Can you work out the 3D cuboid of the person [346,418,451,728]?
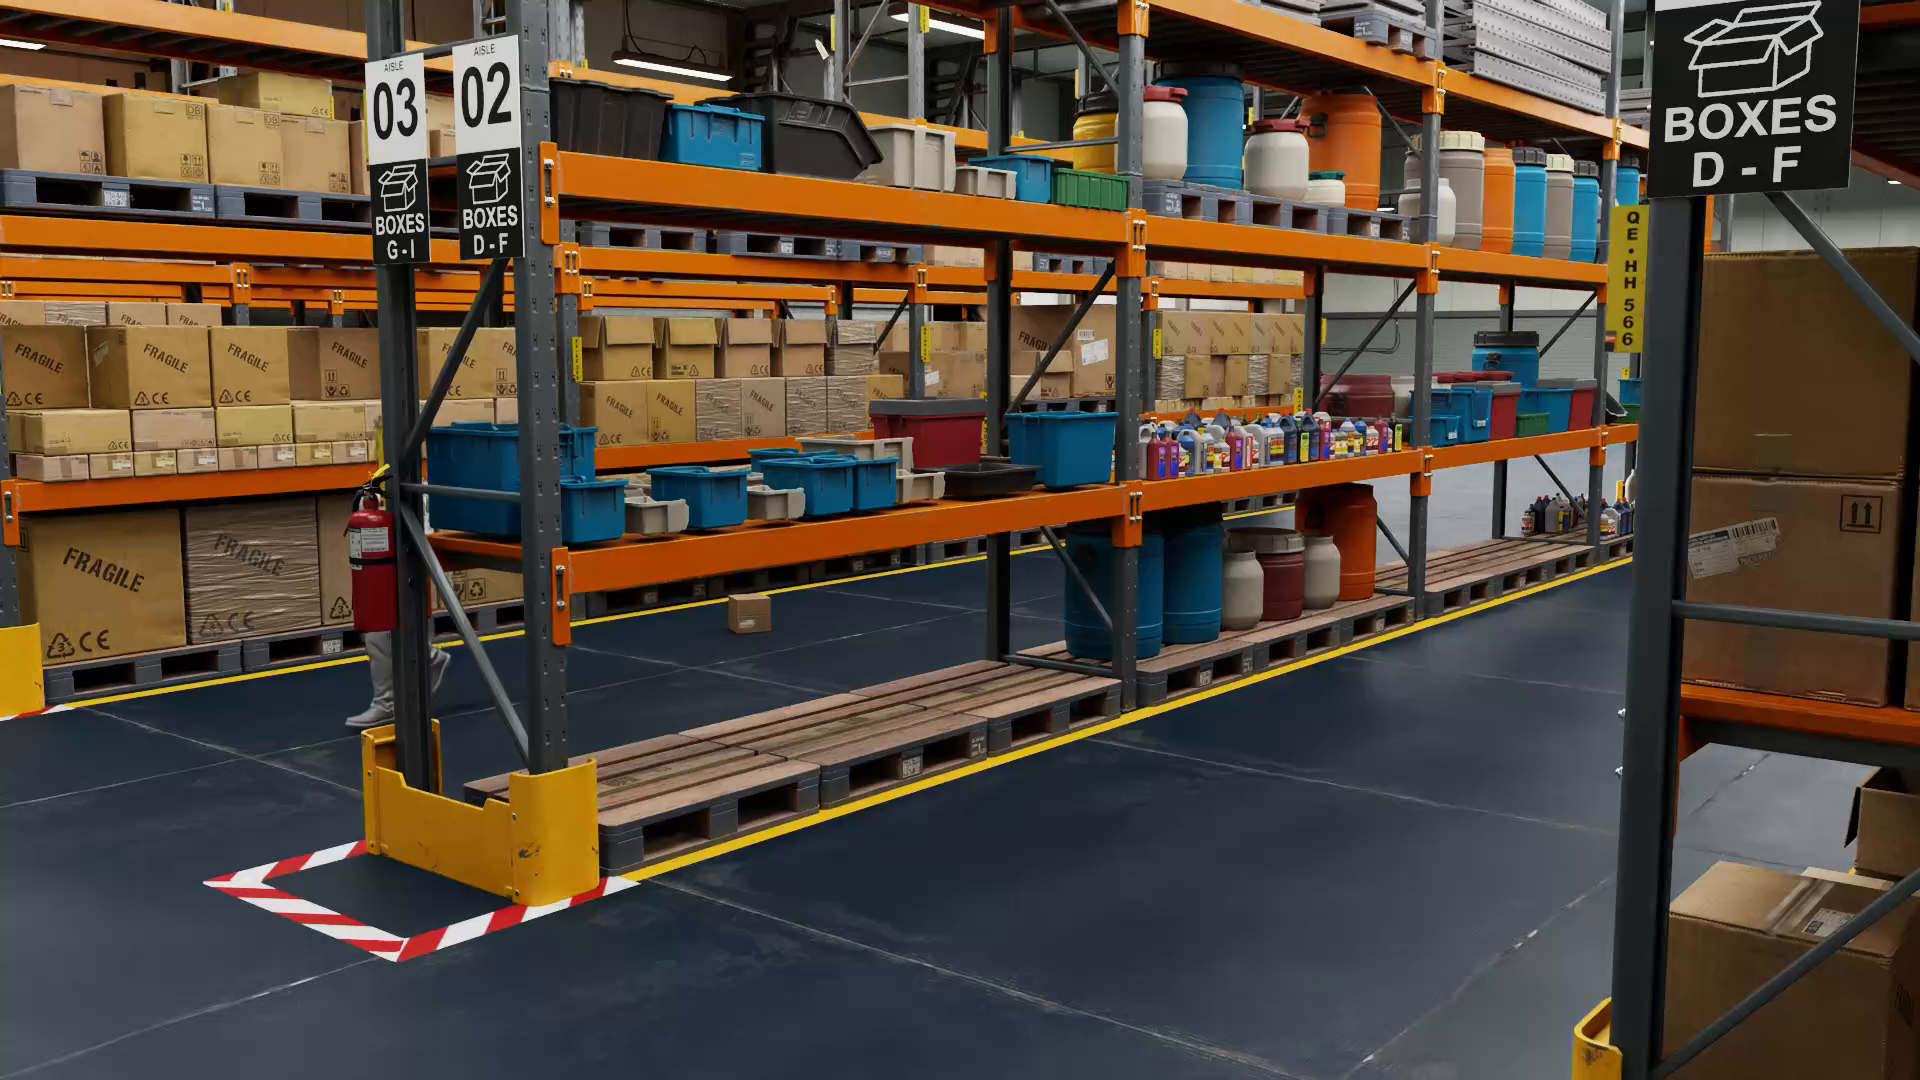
[{"bbox_3d":[-3.103,0.158,9.164,0.473,1.667,0.707,6,9,44],"label":"person"}]
